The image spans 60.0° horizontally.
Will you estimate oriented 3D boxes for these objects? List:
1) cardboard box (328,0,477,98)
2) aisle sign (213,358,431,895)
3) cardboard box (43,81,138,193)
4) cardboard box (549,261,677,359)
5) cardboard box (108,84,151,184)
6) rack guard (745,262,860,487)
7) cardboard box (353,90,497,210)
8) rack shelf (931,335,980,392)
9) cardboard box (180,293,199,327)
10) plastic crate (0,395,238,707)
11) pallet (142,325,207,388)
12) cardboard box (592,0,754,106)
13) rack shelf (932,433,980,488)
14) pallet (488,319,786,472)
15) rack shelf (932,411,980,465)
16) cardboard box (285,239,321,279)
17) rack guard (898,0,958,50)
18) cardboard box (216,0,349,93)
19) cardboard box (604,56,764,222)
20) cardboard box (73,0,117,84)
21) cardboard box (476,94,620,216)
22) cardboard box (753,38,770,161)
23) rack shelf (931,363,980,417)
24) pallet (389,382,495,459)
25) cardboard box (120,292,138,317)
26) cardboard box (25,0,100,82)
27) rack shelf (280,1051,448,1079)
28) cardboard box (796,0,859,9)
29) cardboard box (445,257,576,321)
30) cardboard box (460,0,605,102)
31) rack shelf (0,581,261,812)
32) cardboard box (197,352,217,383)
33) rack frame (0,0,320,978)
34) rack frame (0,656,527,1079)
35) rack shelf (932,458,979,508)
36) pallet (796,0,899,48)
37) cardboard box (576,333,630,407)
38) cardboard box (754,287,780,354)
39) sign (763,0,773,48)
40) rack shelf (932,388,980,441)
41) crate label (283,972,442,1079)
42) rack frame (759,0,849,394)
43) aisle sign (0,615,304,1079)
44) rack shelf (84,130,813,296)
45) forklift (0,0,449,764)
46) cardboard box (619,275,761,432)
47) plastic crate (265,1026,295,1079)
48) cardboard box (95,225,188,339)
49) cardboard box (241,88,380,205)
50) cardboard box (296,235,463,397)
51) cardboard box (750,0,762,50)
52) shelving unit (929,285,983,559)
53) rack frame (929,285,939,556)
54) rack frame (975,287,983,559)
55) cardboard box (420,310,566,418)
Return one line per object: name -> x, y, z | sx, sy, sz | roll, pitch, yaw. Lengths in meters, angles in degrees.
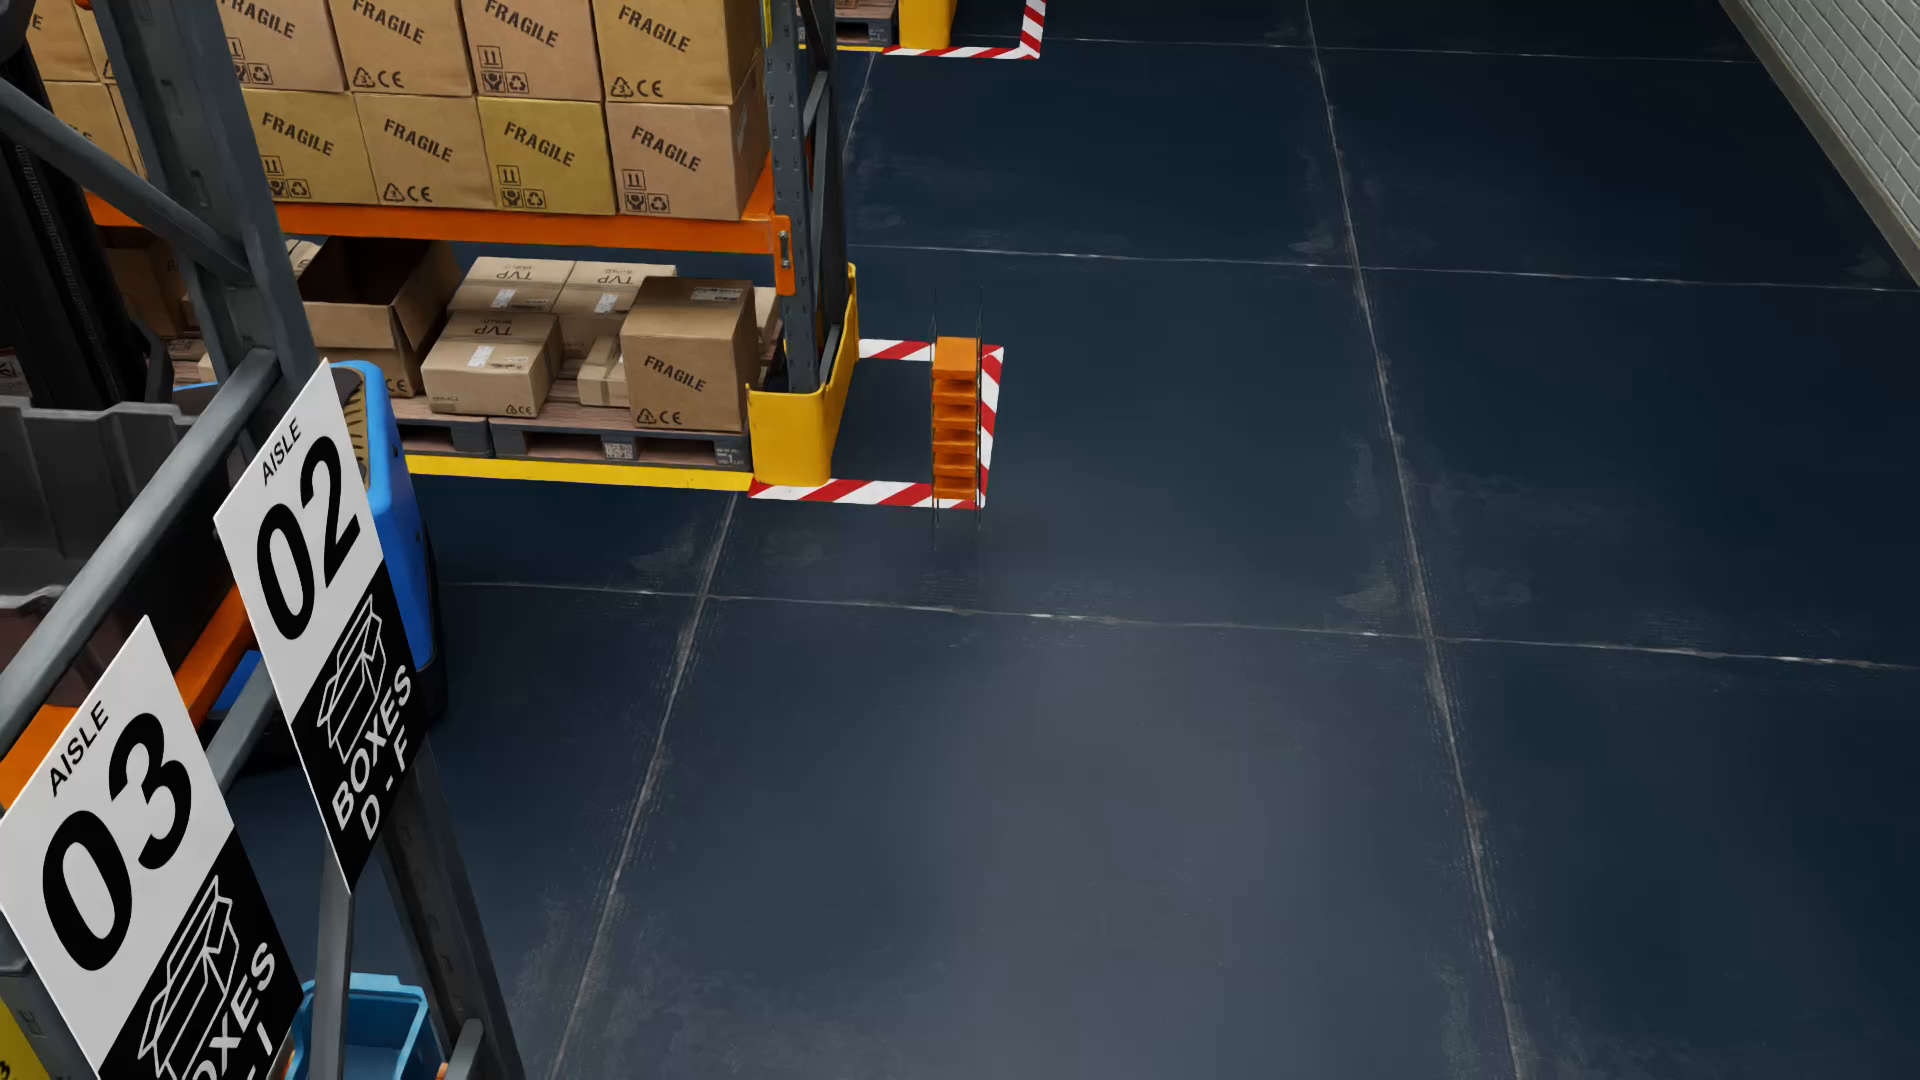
cardboard box -> -2.136, -2.102, 6.585 | 0.500, 0.500, 0.500 | 4, 39, 5
aisle sign -> -0.982, 0.152, 2.628 | 0.004, 0.787, 0.394 | 3, 39, 4
cardboard box -> -3.639, -1.804, 7.011 | 0.500, 0.500, 0.500 | 4, 39, 5
cardboard box -> -1.664, -1.112, 8.069 | 0.500, 0.250, 0.500 | 3, 39, 4
cardboard box -> -3.141, -1.775, 6.976 | 0.500, 0.500, 0.500 | 3, 39, 4
rack guard -> -0.724, -0.807, 7.845 | 0.348, 0.500, 1.175 | 3, 39, 4
cardboard box -> -2.132, -1.721, 6.909 | 0.500, 0.500, 0.500 | 3, 39, 4
rack shelf -> -0.014, -0.711, 6.673 | 0.180, 0.103, 0.258 | 3, 39, 4
cardboard box -> -3.663, -1.220, 8.282 | 0.250, 0.149, 0.380 | 3, 39, 4
plastic crate -> -1.439, 0.034, 2.560 | 0.590, 0.269, 0.497 | 3, 39, 4
pallet -> -3.949, -0.870, 8.152 | 1.213, 0.211, 1.003 | 3, 39, 4
cardboard box -> -1.116, -2.050, 6.521 | 0.500, 0.500, 0.500 | 3, 39, 3
rack shelf -> -0.014, -0.339, 6.976 | 0.180, 0.103, 0.258 | 3, 39, 4
pallet -> -1.518, -0.738, 7.989 | 1.213, 0.211, 1.003 | 3, 39, 4
rack shelf -> -0.014, -0.432, 6.900 | 0.180, 0.103, 0.258 | 3, 39, 4
cardboard box -> -3.294, -1.224, 8.160 | 0.500, 0.311, 0.500 | 3, 39, 4
rack guard -> -0.201, -3.917, 11.666 | 0.348, 0.500, 1.175 | 3, 39, 4
cardboard box -> -2.648, -2.130, 6.620 | 0.500, 0.500, 0.500 | 4, 39, 5
cardboard box -> -1.118, -1.664, 6.839 | 0.500, 0.500, 0.500 | 4, 39, 5
cardboard box -> -3.162, -2.158, 6.654 | 0.500, 0.500, 0.500 | 2, 39, 3
cardboard box -> -1.635, -1.690, 6.871 | 0.500, 0.500, 0.500 | 3, 39, 4
cardboard box -> -1.068, -2.001, 7.253 | 0.500, 0.500, 0.500 | 4, 39, 5
rack shelf -> -0.014, -0.618, 6.749 | 0.180, 0.103, 0.258 | 3, 39, 4
pallet -> -2.731, -0.806, 8.073 | 1.213, 0.211, 1.003 | 3, 39, 4
cardboard box -> -4.234, -0.959, 7.833 | 0.500, 0.311, 0.500 | 3, 39, 4
cardboard box -> -3.674, -2.186, 6.688 | 0.500, 0.500, 0.500 | 2, 39, 2
rack shelf -> -3.072, 1.513, 3.585 | 4.000, 0.370, 1.077 | 3, 39, 4
cardboard box -> -0.931, -4.057, 11.505 | 0.500, 0.500, 0.700 | 3, 39, 4
cardboard box -> -2.162, -1.139, 8.103 | 0.500, 0.250, 0.500 | 3, 39, 4
cardboard box -> -1.619, -2.077, 6.554 | 0.500, 0.500, 0.500 | 4, 39, 5
rack shelf -> -3.072, 0.350, 2.638 | 4.000, 0.370, 1.077 | 3, 39, 4
cardboard box -> -3.371, -0.862, 7.829 | 0.250, 0.166, 0.380 | 3, 39, 4
rack frame -> -1.079, -0.984, 1.330 | 0.127, 3.000, 1.000 | 3, 39, 4
rack frame -> -1.079, 1.343, 3.224 | 0.127, 3.000, 1.000 | 3, 39, 4
rack shelf -> -0.014, -0.246, 7.052 | 0.180, 0.103, 0.258 | 3, 39, 4
pallet -> -1.028, -3.801, 11.752 | 1.213, 0.211, 1.003 | 3, 39, 4
cardboard box -> -1.607, -0.797, 7.749 | 0.250, 0.166, 0.380 | 3, 39, 4
cardboard box -> -1.036, -1.076, 8.106 | 0.250, 0.149, 0.380 | 3, 39, 4
sign -> -0.716, -1.996, 6.158 | 0.005, 0.325, 0.100 | 3, 39, 4
rack shelf -> -0.014, -0.525, 6.824 | 0.180, 0.103, 0.258 | 3, 39, 4
crate label -> -1.297, 1.164, 3.529 | 0.303, 0.233, 0.416 | 3, 39, 4
rack frame -> -0.648, -1.772, 7.051 | 0.127, 3.000, 1.000 | 3, 39, 4
aisle sign -> -1.033, 0.523, 2.172 | 0.004, 0.787, 0.394 | 3, 39, 4
rack shelf -> -2.641, -1.602, 7.412 | 4.000, 0.370, 1.077 | 3, 39, 4
forklift -> -3.538, -0.452, 5.484 | 3.031, 2.935, 1.130 | -11, 40, -13
cardboard box -> -1.211, -0.848, 7.547 | 0.500, 0.500, 0.500 | 3, 39, 4
plastic crate -> -1.609, 1.132, 3.645 | 0.298, 0.136, 0.250 | 3, 39, 4
cardboard box -> -4.041, -1.339, 8.150 | 0.500, 0.500, 0.500 | 3, 39, 4
cardboard box -> -2.634, -1.748, 6.943 | 0.500, 0.500, 0.500 | 3, 39, 3
cardboard box -> -2.761, -1.093, 7.846 | 0.637, 0.503, 0.797 | 3, 39, 4
cardboard box -> -1.068, -2.389, 6.937 | 0.500, 0.500, 0.500 | 4, 39, 5
shelving unit -> -0.014, -0.466, 6.872 | 0.189, 1.200, 0.258 | 3, 39, 4
rack frame -> -0.106, -0.471, 6.878 | 0.006, 1.200, 0.240 | 3, 39, 4
rack frame -> 0.077, -0.461, 6.866 | 0.006, 1.200, 0.240 | 3, 39, 4
cardboard box -> -2.155, -0.822, 7.713 | 0.500, 0.250, 0.500 | 3, 39, 4
